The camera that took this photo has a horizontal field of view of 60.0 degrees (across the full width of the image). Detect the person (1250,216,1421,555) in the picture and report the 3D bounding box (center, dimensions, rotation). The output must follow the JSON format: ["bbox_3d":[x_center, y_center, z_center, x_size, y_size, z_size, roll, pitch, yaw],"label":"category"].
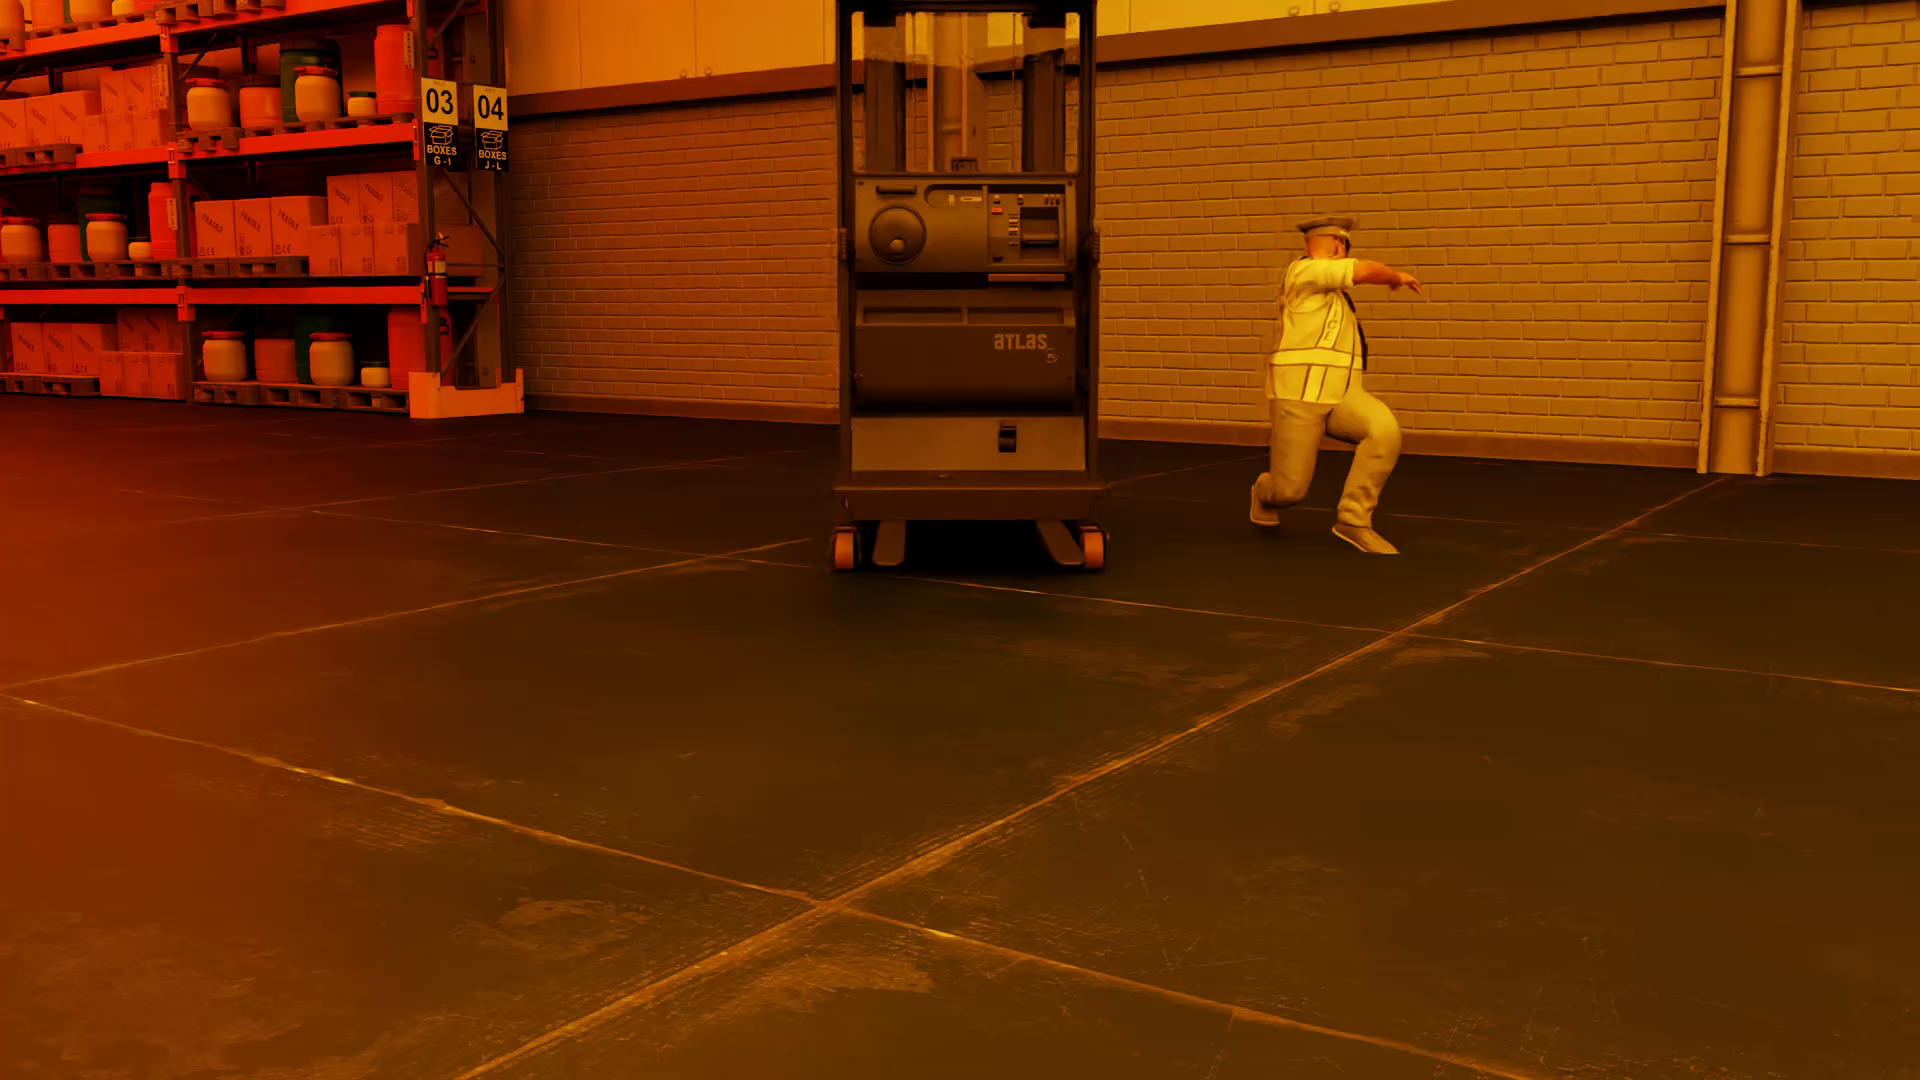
[{"bbox_3d":[1.732,-0.710,7.550,0.824,1.501,0.975,-6,10,-34],"label":"person"}]

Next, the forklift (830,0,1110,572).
[{"bbox_3d":[0.031,-1.364,6.784,1.130,2.935,3.031,0,8,-1],"label":"forklift"}]
